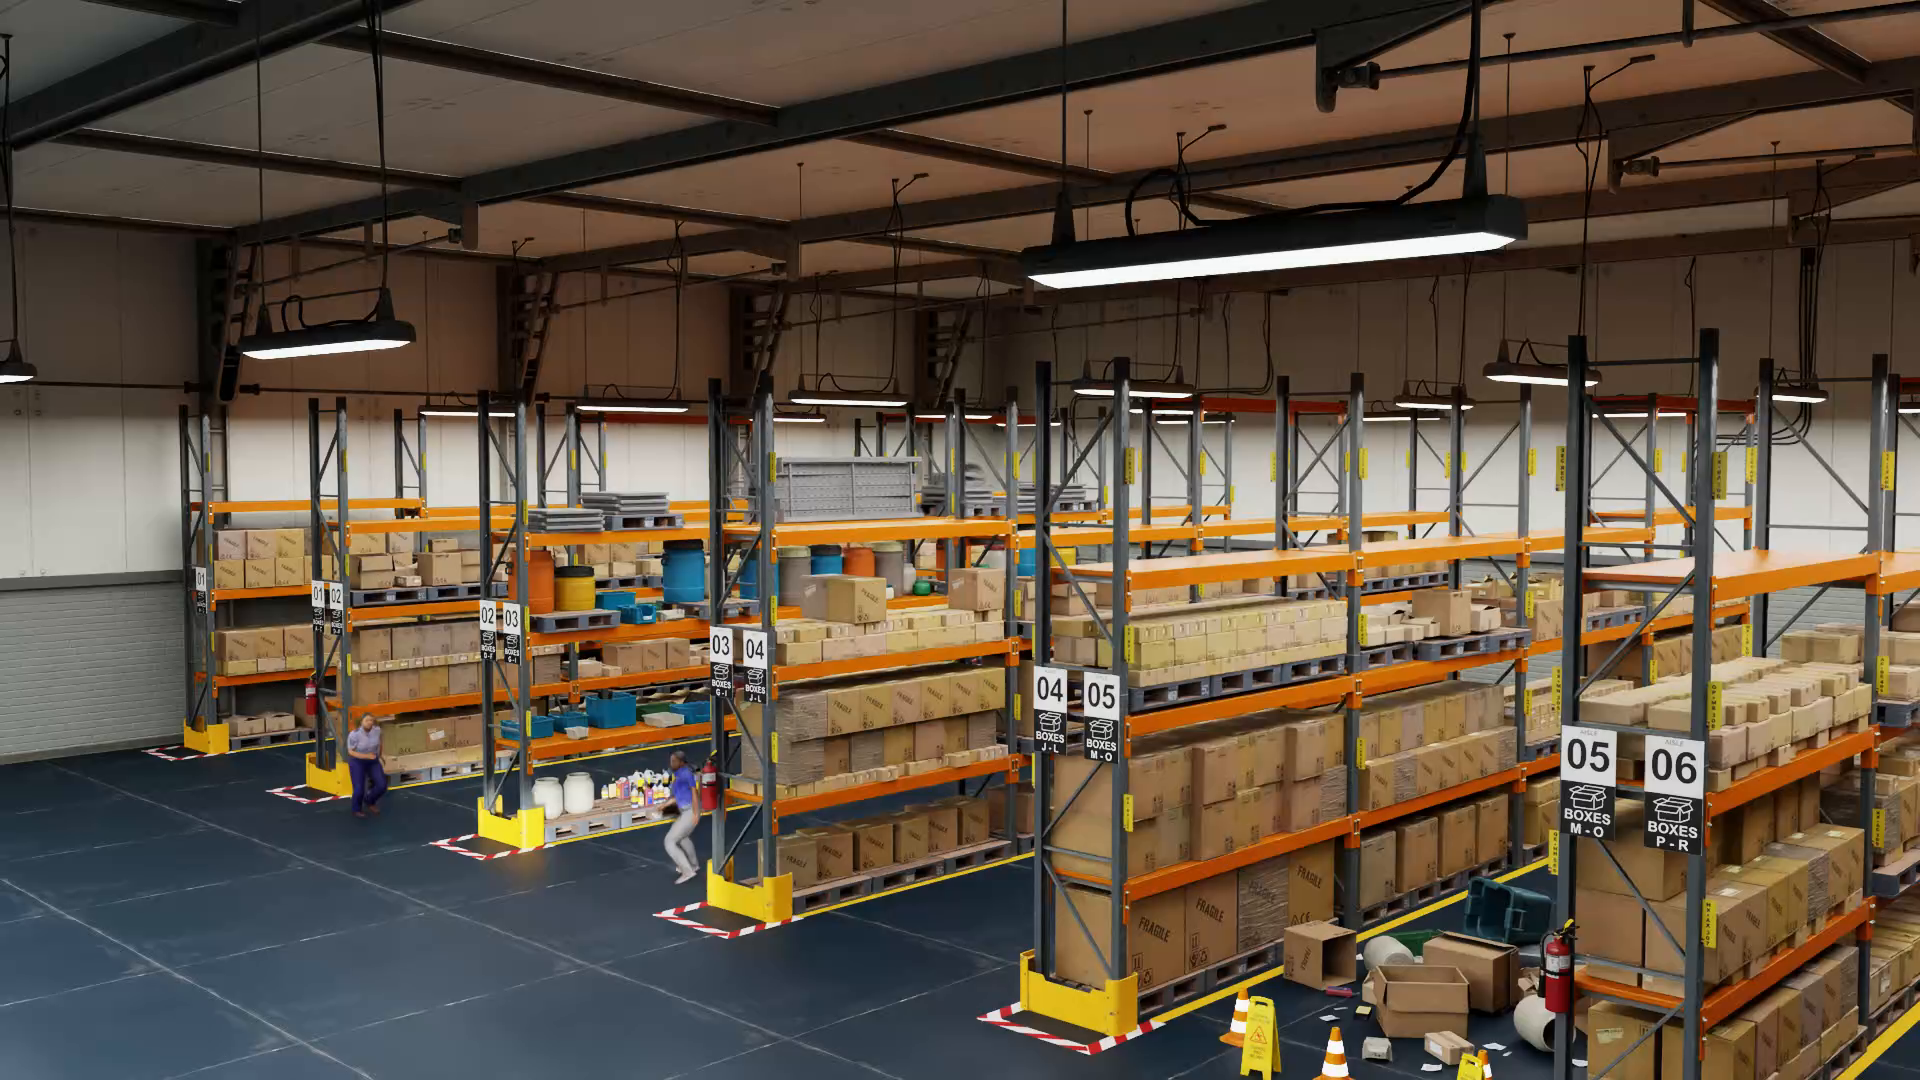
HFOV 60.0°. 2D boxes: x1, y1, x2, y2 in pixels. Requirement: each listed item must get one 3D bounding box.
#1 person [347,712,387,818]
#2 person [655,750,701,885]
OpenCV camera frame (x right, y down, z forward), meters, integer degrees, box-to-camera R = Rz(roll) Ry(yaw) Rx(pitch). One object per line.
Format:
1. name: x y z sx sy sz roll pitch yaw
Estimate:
1. person: -8.334 3.166 23.374 0.600 1.541 0.800 -2 4 -39
2. person: -3.409 3.375 20.137 0.541 1.470 0.805 0 3 -4
